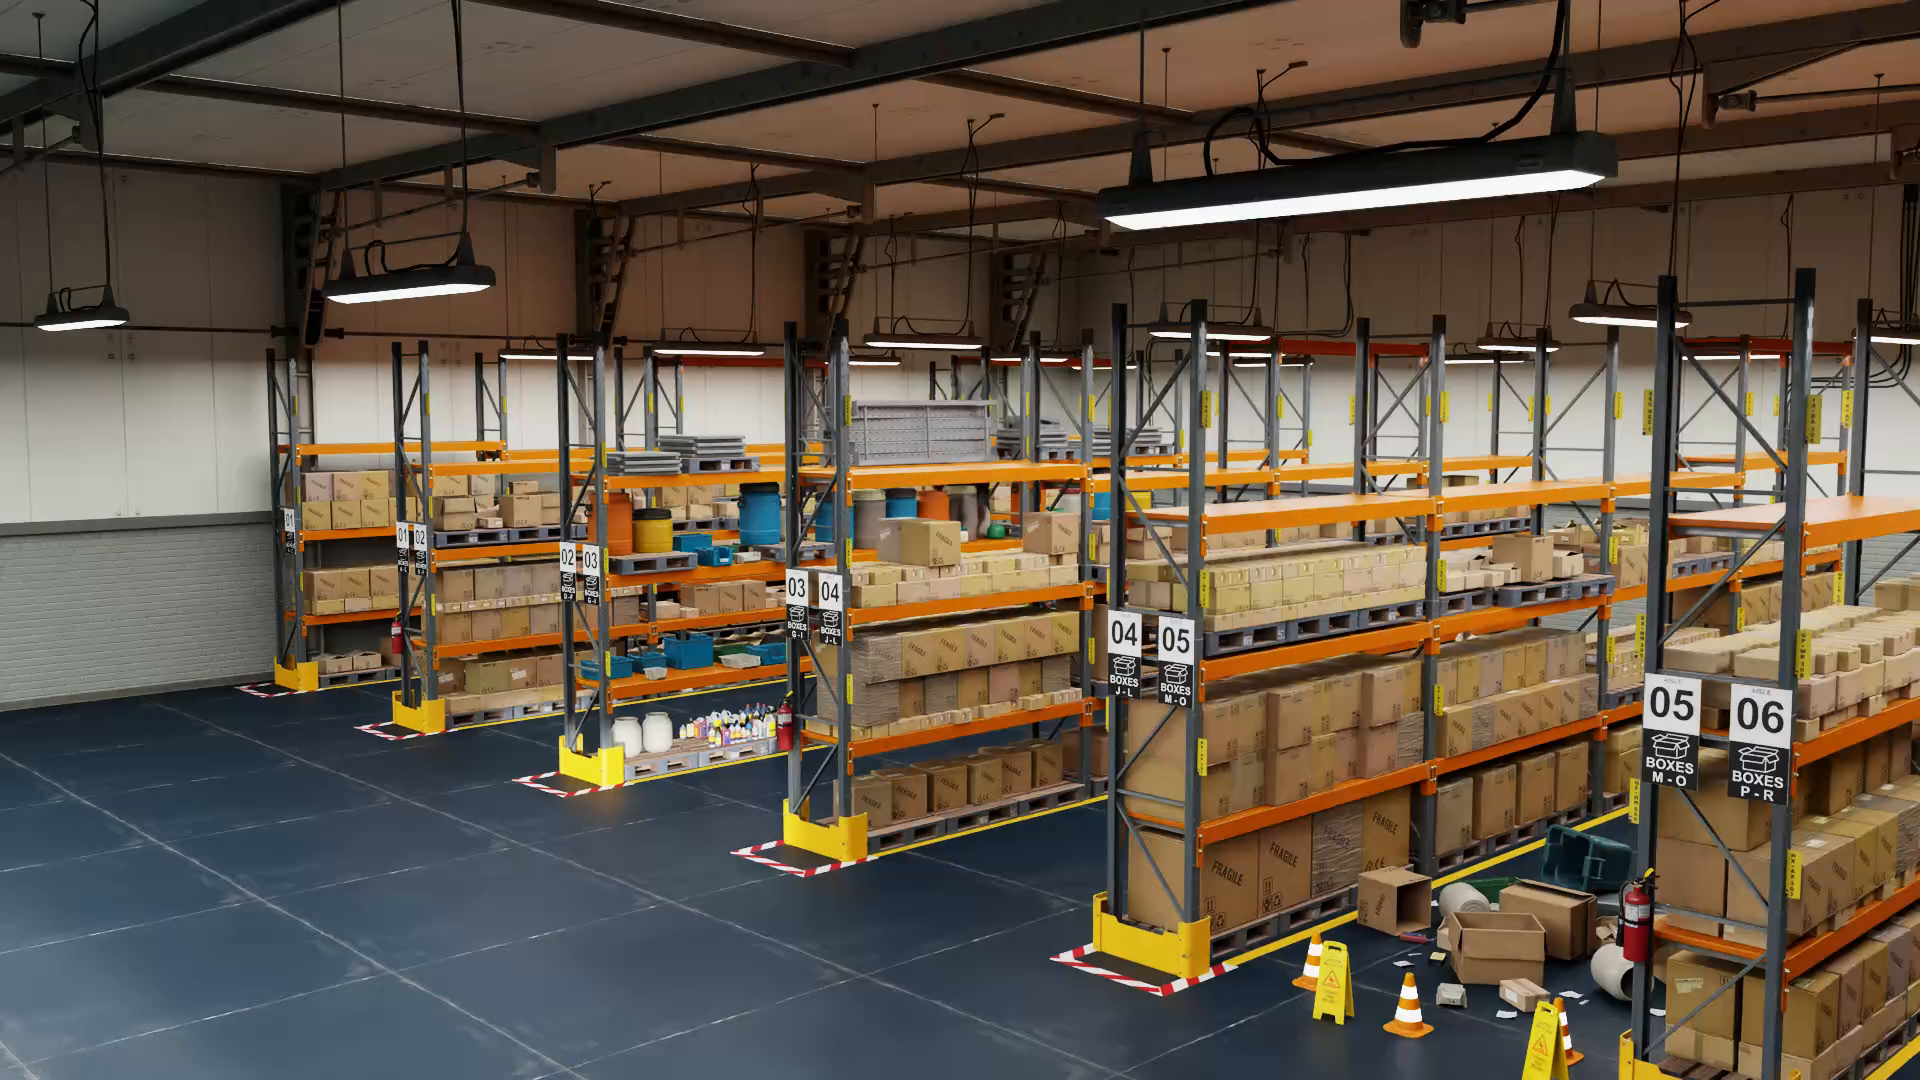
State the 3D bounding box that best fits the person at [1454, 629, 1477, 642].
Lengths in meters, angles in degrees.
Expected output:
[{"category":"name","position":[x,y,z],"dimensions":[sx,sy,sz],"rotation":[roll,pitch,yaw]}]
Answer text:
[{"category":"person","position":[7.824,2.073,25.622],"dimensions":[0.823,1.783,0.685],"rotation":[-4,7,-42]}]
